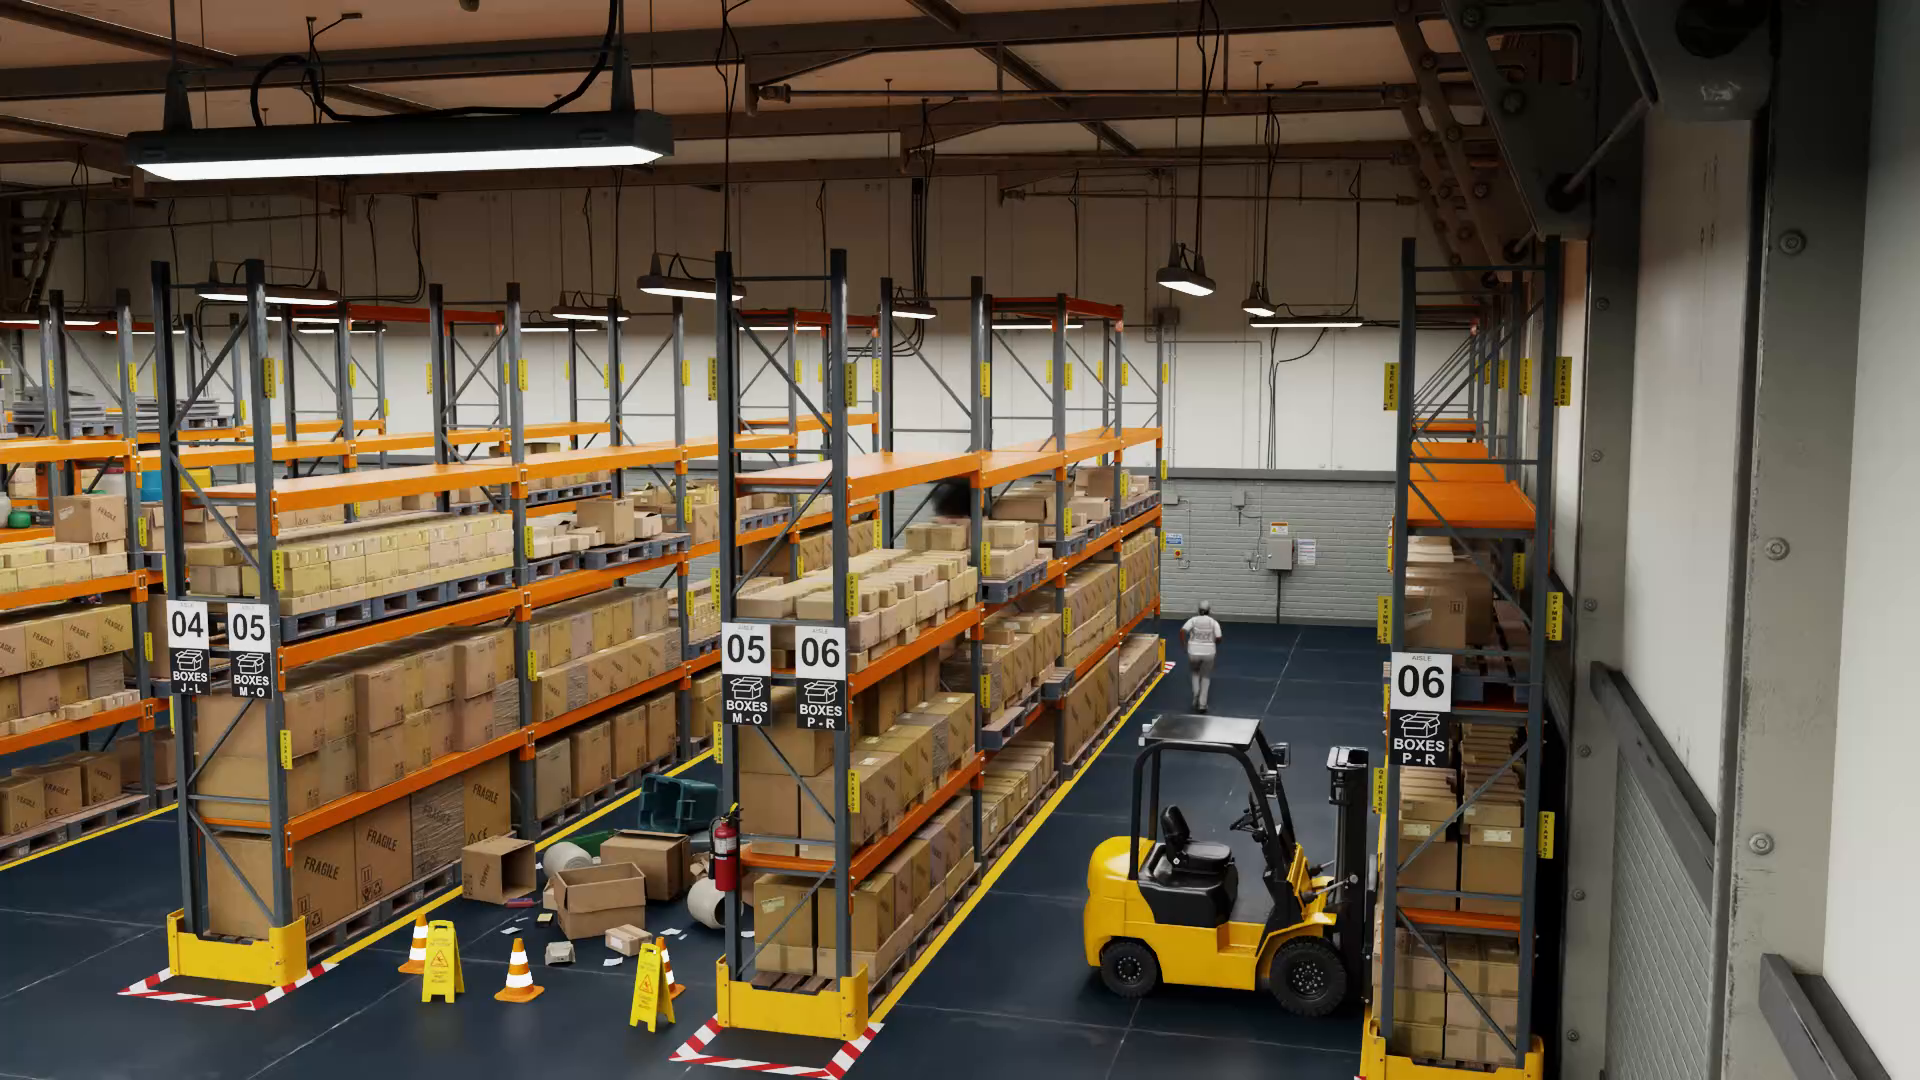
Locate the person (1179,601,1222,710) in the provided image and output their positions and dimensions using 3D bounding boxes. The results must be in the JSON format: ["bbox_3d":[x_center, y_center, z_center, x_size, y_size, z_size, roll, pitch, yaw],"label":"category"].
[{"bbox_3d":[3.616,1.724,24.941,0.614,1.652,0.653,2,6,17],"label":"person"}]
